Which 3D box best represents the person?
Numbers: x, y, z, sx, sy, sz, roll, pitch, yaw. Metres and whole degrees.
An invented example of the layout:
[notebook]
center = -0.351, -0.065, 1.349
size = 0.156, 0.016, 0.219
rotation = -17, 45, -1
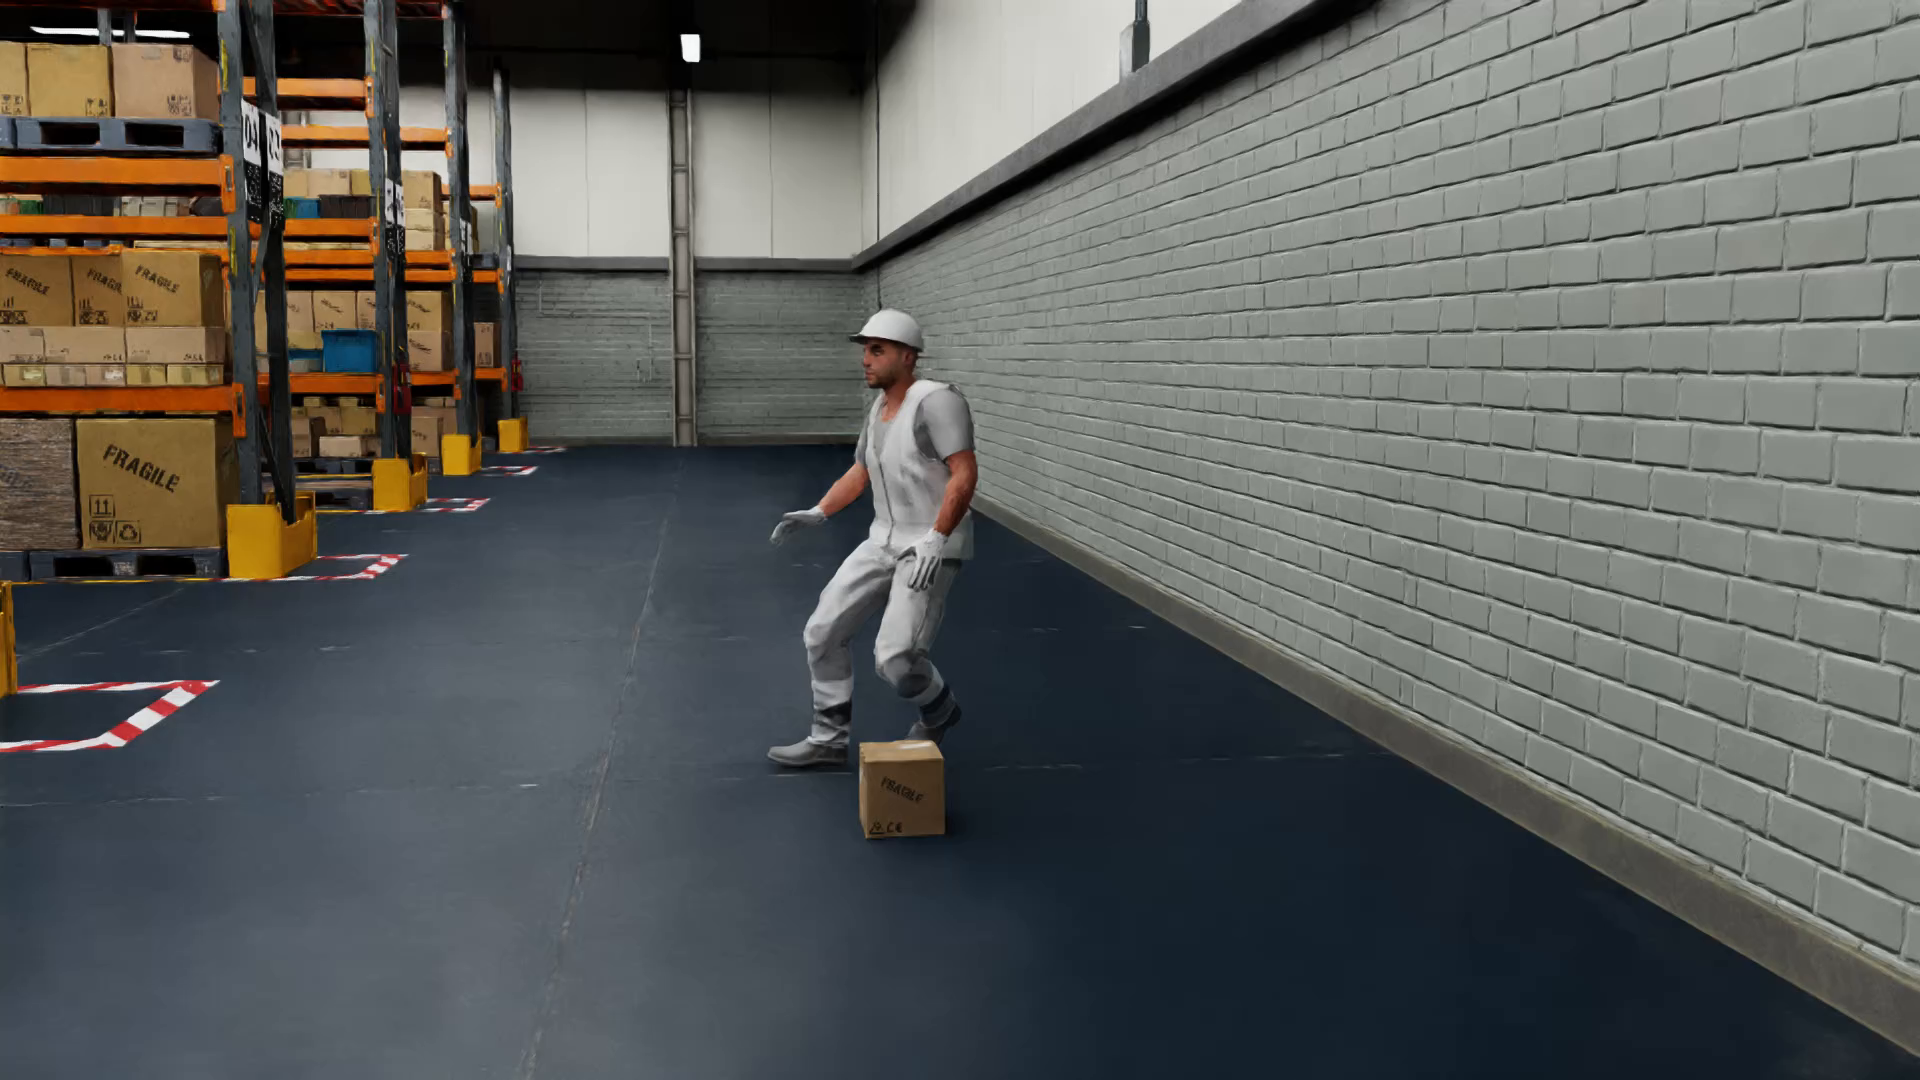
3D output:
[person]
center = -0.245, 0.014, 5.961
size = 0.613, 1.667, 0.801
rotation = -6, 9, -43
